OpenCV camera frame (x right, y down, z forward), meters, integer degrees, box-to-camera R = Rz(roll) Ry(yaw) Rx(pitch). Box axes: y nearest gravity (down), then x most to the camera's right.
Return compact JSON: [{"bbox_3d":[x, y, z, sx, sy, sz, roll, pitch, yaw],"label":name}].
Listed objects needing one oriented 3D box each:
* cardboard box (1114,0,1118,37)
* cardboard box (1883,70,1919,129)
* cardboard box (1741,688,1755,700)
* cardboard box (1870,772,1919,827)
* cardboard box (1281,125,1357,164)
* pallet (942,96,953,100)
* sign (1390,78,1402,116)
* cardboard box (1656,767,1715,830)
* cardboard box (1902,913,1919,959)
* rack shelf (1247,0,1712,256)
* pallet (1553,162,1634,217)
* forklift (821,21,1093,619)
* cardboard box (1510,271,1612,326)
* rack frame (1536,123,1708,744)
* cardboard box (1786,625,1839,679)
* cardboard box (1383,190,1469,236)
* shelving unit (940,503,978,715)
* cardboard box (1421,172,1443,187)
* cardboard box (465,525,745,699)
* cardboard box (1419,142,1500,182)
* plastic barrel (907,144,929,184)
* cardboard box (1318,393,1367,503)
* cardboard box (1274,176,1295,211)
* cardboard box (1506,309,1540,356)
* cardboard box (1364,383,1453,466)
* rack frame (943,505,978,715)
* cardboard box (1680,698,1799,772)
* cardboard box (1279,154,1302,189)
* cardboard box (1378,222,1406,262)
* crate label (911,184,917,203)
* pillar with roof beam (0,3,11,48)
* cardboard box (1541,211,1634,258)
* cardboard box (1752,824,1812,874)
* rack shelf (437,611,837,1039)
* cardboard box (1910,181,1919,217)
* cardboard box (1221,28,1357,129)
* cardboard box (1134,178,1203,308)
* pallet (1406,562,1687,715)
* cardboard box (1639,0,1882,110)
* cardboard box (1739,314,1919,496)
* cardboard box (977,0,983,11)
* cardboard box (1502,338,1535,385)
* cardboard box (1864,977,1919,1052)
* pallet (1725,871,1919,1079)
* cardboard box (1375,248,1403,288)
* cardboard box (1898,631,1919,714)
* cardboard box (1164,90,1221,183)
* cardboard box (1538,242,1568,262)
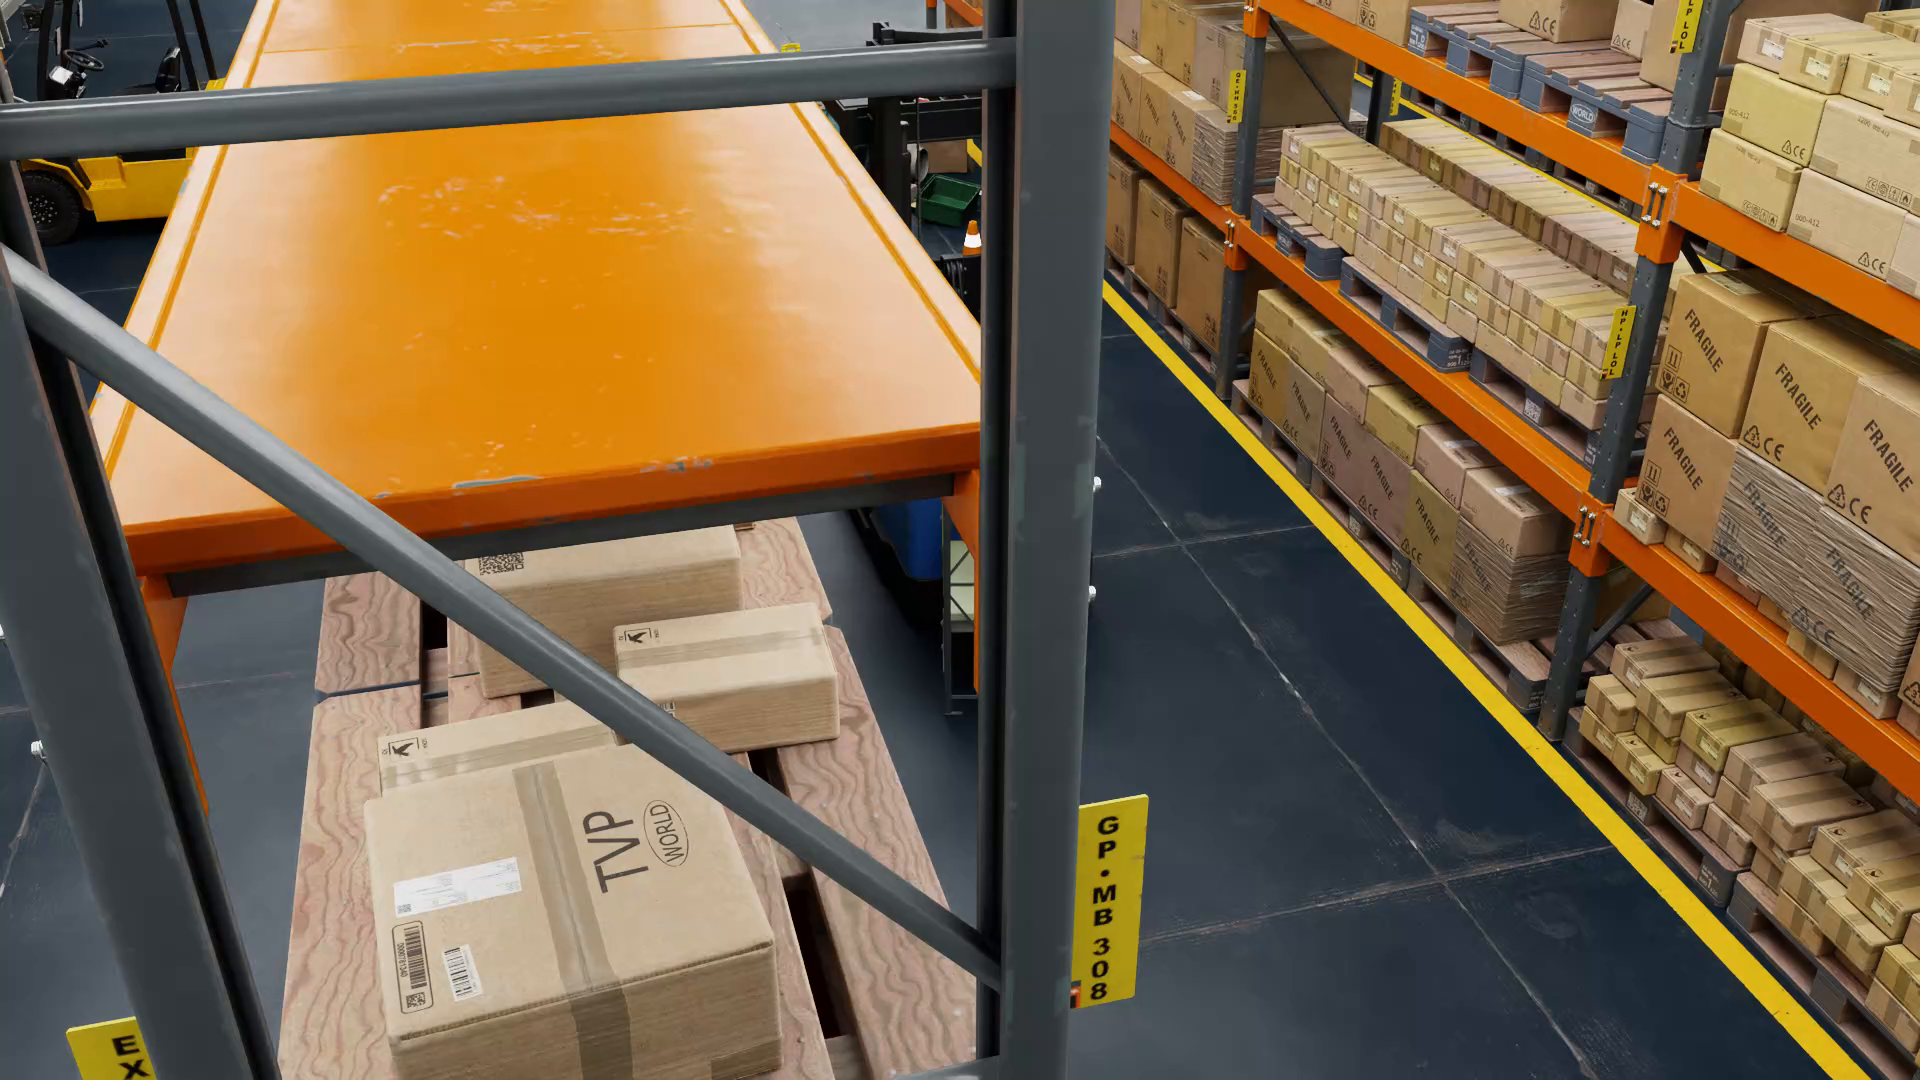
[{"bbox_3d":[1.474,-4.261,13.020,0.700,0.500,0.500,-8,31,-14],"label":"cardboard box"},{"bbox_3d":[3.351,-1.477,5.566,0.380,0.149,0.250,-9,31,-15],"label":"cardboard box"},{"bbox_3d":[3.795,0.754,7.583,0.380,0.149,0.250,-9,31,-16],"label":"cardboard box"},{"bbox_3d":[4.000,1.015,6.835,0.380,0.149,0.250,-9,31,-16],"label":"cardboard box"},{"bbox_3d":[2.197,-2.420,10.174,0.380,0.149,0.250,-8,31,-13],"label":"cardboard box"},{"bbox_3d":[0.424,-4.622,17.524,1.003,0.211,1.213,-8,31,-13],"label":"pallet"},{"bbox_3d":[2.780,-2.884,10.662,0.100,0.325,0.005,-8,31,-13],"label":"sign"},{"bbox_3d":[3.295,1.104,7.275,0.380,0.149,0.250,-8,31,-14],"label":"cardboard box"},{"bbox_3d":[3.700,1.461,6.065,0.380,0.149,0.250,-9,31,-15],"label":"cardboard box"},{"bbox_3d":[2.791,-2.361,8.559,1.077,0.370,4.000,-8,31,-13],"label":"rack shelf"},{"bbox_3d":[6.215,-3.300,15.241,1.003,0.211,1.213,-8,31,-13],"label":"pallet"},{"bbox_3d":[-0.173,-1.572,9.540,1.130,2.935,3.031,-8,31,-14],"label":"forklift"},{"bbox_3d":[2.888,-1.162,8.000,0.380,0.149,0.250,-9,31,-15],"label":"cardboard box"},{"bbox_3d":[3.321,-0.409,7.462,1.000,3.000,0.127,-8,31,-13],"label":"rack frame"},{"bbox_3d":[3.413,0.380,6.350,0.380,0.149,0.250,-7,31,-12],"label":"cardboard box"},{"bbox_3d":[2.546,-1.787,9.082,0.380,0.149,0.250,-7,31,-12],"label":"cardboard box"},{"bbox_3d":[0.119,0.031,8.199,0.431,1.500,0.755,0,30,-1],"label":"shelving unit"},{"bbox_3d":[2.975,-2.109,9.934,0.380,0.149,0.250,-7,31,-12],"label":"cardboard box"},{"bbox_3d":[-0.712,0.016,3.304,0.500,0.311,0.500,-7,31,-12],"label":"cardboard box"},{"bbox_3d":[2.966,-2.247,9.876,0.380,0.149,0.250,-7,31,-12],"label":"cardboard box"},{"bbox_3d":[-0.582,-3.501,15.377,0.512,0.421,0.421,13,32,21],"label":"plastic barrel"},{"bbox_3d":[2.479,-0.575,9.826,0.500,0.500,0.500,-9,31,-15],"label":"cardboard box"},{"bbox_3d":[2.184,-2.171,10.337,0.380,0.149,0.250,-8,31,-14],"label":"cardboard box"},{"bbox_3d":[2.891,-1.024,8.059,0.380,0.149,0.250,-7,31,-11],"label":"cardboard box"},{"bbox_3d":[2.602,-0.663,9.228,0.500,0.250,0.500,-9,31,-15],"label":"cardboard box"},{"bbox_3d":[0.123,0.214,7.883,0.400,1.500,0.023,0,30,-1],"label":"rack frame"},{"bbox_3d":[3.344,0.836,7.143,0.380,0.149,0.250,-8,31,-14],"label":"cardboard box"},{"bbox_3d":[2.194,-2.282,10.233,0.380,0.149,0.250,-6,31,-11],"label":"cardboard box"},{"bbox_3d":[2.538,-1.660,9.159,0.380,0.149,0.250,-8,31,-14],"label":"cardboard box"},{"bbox_3d":[-0.524,-3.143,15.044,0.250,0.136,0.298,19,35,29],"label":"crate label"},{"bbox_3d":[-7.520,-10.446,18.815,9.100,9.000,0.400,-8,31,-13],"label":"pillar with roof beam"},{"bbox_3d":[3.316,-1.615,8.783,0.380,0.149,0.250,-7,31,-11],"label":"cardboard box"},{"bbox_3d":[3.481,1.222,6.774,0.380,0.149,0.250,-6,31,-11],"label":"cardboard box"},{"bbox_3d":[-0.893,0.277,4.000,1.077,0.370,4.000,-8,31,-13],"label":"rack shelf"},{"bbox_3d":[3.466,-1.108,5.326,0.500,0.250,0.500,-7,31,-12],"label":"cardboard box"},{"bbox_3d":[2.150,-3.035,10.901,0.700,0.500,0.500,-8,31,-14],"label":"cardboard box"},{"bbox_3d":[1.949,-2.276,12.515,1.050,0.750,0.750,-7,31,-13],"label":"cardboard box"},{"bbox_3d":[3.113,0.422,8.809,1.003,0.211,1.213,-8,31,-13],"label":"pallet"},{"bbox_3d":[3.327,-2.129,6.921,0.700,0.500,0.500,-8,31,-13],"label":"cardboard box"},{"bbox_3d":[3.358,-0.515,6.250,0.500,0.500,0.500,-9,31,-15],"label":"cardboard box"},{"bbox_3d":[0.654,-5.296,15.755,0.875,0.550,0.500,-8,31,-13],"label":"cardboard box"},{"bbox_3d":[2.891,-0.893,8.130,0.380,0.149,0.250,-8,31,-13],"label":"cardboard box"},{"bbox_3d":[3.630,1.732,6.190,0.380,0.149,0.250,-7,31,-12],"label":"cardboard box"},{"bbox_3d":[3.861,1.708,6.588,1.003,0.211,1.213,-8,31,-13],"label":"pallet"},{"bbox_3d":[2.538,-1.530,9.231,0.380,0.149,0.250,-7,31,-13],"label":"cardboard box"},{"bbox_3d":[3.618,0.433,5.610,0.500,0.500,0.500,-6,31,-11],"label":"cardboard box"},{"bbox_3d":[1.750,-2.807,11.505,0.500,0.500,0.500,-8,31,-13],"label":"cardboard box"},{"bbox_3d":[3.307,-1.495,8.873,0.380,0.149,0.250,-8,31,-14],"label":"cardboard box"}]
